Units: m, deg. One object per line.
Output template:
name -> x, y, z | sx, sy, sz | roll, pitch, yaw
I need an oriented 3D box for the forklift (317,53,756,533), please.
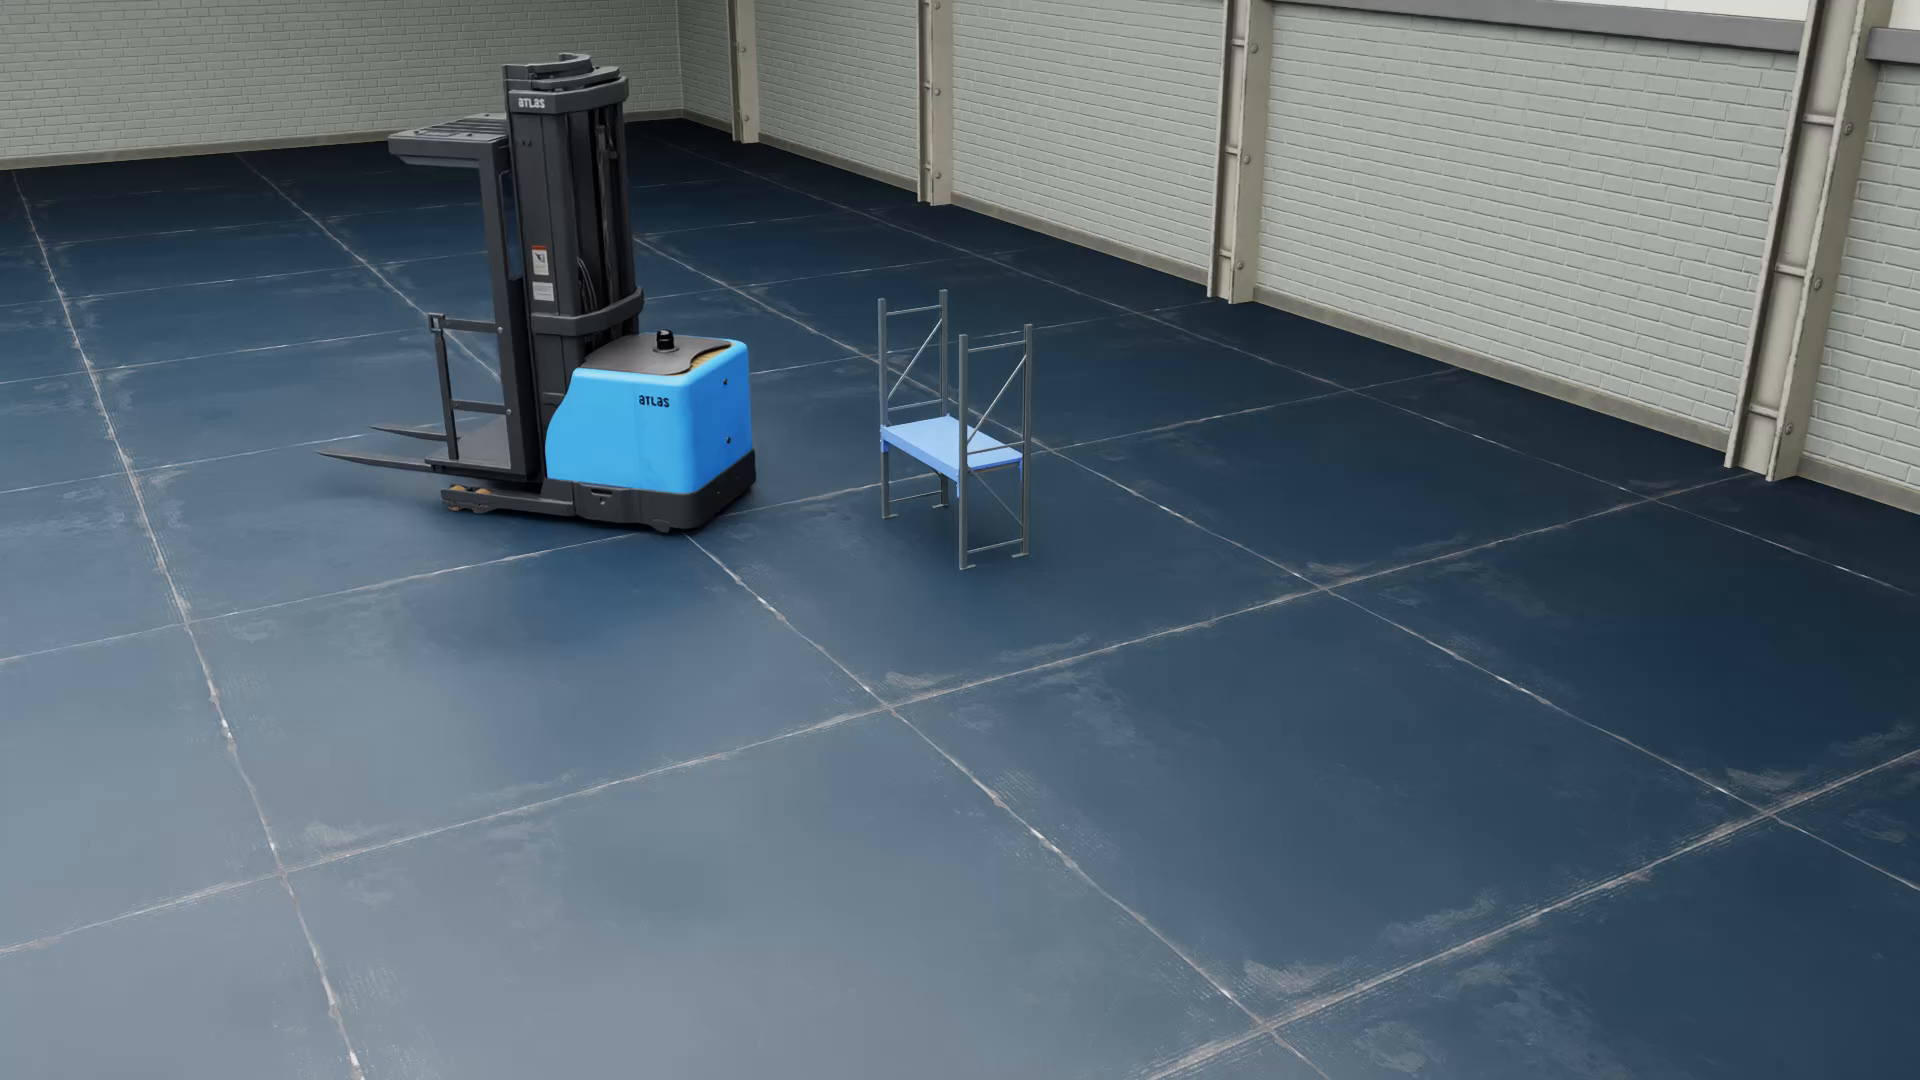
forklift -> -3.001, -1.715, 11.138 | 3.031, 2.935, 1.130 | 7, 23, 16

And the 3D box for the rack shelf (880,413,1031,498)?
rack shelf -> -0.044, -0.556, 10.665 | 0.538, 0.185, 1.000 | -13, 25, -28

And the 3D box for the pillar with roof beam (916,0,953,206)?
pillar with roof beam -> -4.023, -7.733, 17.885 | 9.100, 9.000, 0.400 | -13, 25, -28

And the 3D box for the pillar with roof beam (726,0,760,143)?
pillar with roof beam -> -7.088, -9.675, 22.664 | 9.100, 9.000, 0.400 | -13, 25, -28

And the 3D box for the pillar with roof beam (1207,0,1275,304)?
pillar with roof beam -> -0.958, -5.791, 13.107 | 9.100, 9.000, 0.400 | -13, 25, -28

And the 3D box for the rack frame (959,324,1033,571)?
rack frame -> 0.216, -0.558, 10.192 | 0.500, 1.500, 0.032 | -13, 25, -28

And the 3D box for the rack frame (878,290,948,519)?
rack frame -> -0.303, -0.887, 11.002 | 0.500, 1.500, 0.032 | -13, 25, -28

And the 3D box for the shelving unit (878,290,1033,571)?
shelving unit -> -0.044, -0.722, 10.597 | 0.538, 1.500, 1.048 | -13, 25, -28

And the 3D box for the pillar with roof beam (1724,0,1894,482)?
pillar with roof beam -> 2.107, -3.848, 8.328 | 9.100, 9.000, 0.400 | -13, 25, -28
